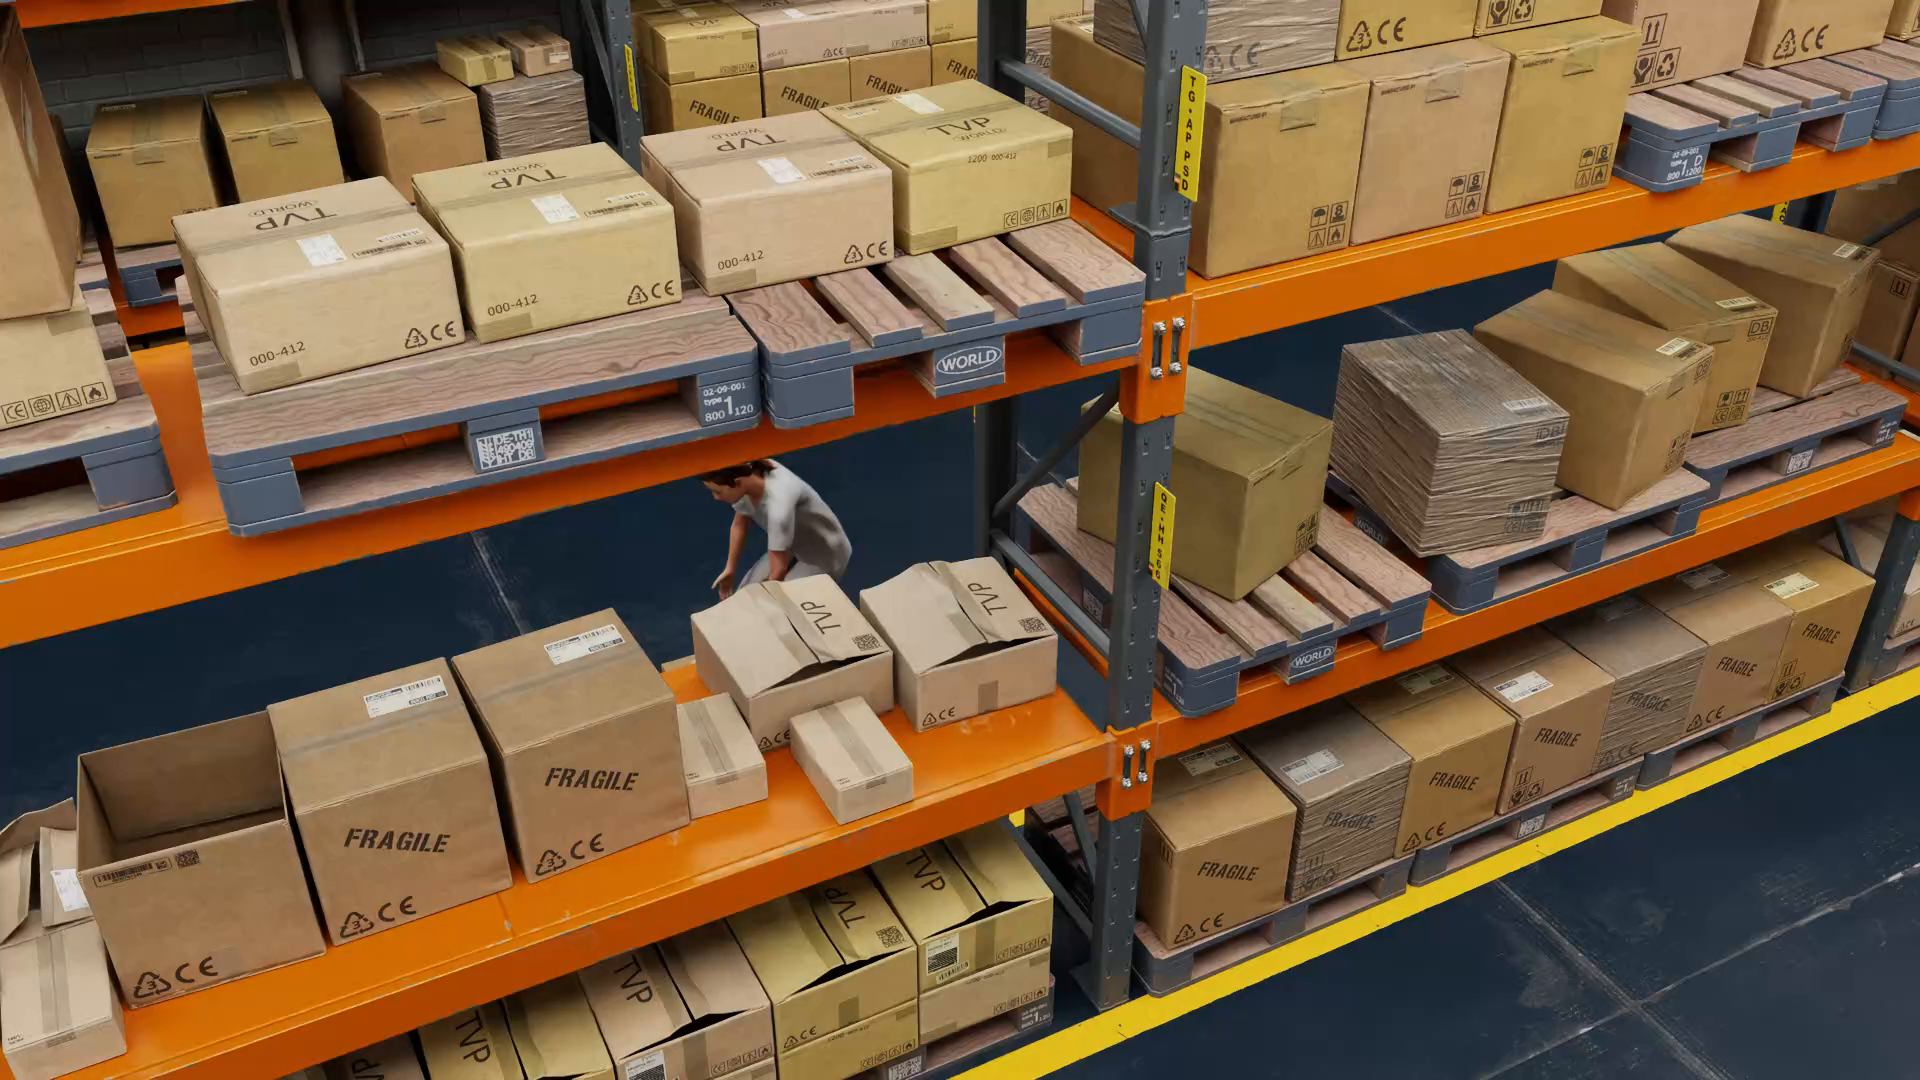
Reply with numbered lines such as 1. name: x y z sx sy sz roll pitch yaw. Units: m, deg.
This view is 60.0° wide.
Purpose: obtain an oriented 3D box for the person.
1. person: -0.783 0.130 7.235 0.651 1.362 0.491 -16 36 -23
